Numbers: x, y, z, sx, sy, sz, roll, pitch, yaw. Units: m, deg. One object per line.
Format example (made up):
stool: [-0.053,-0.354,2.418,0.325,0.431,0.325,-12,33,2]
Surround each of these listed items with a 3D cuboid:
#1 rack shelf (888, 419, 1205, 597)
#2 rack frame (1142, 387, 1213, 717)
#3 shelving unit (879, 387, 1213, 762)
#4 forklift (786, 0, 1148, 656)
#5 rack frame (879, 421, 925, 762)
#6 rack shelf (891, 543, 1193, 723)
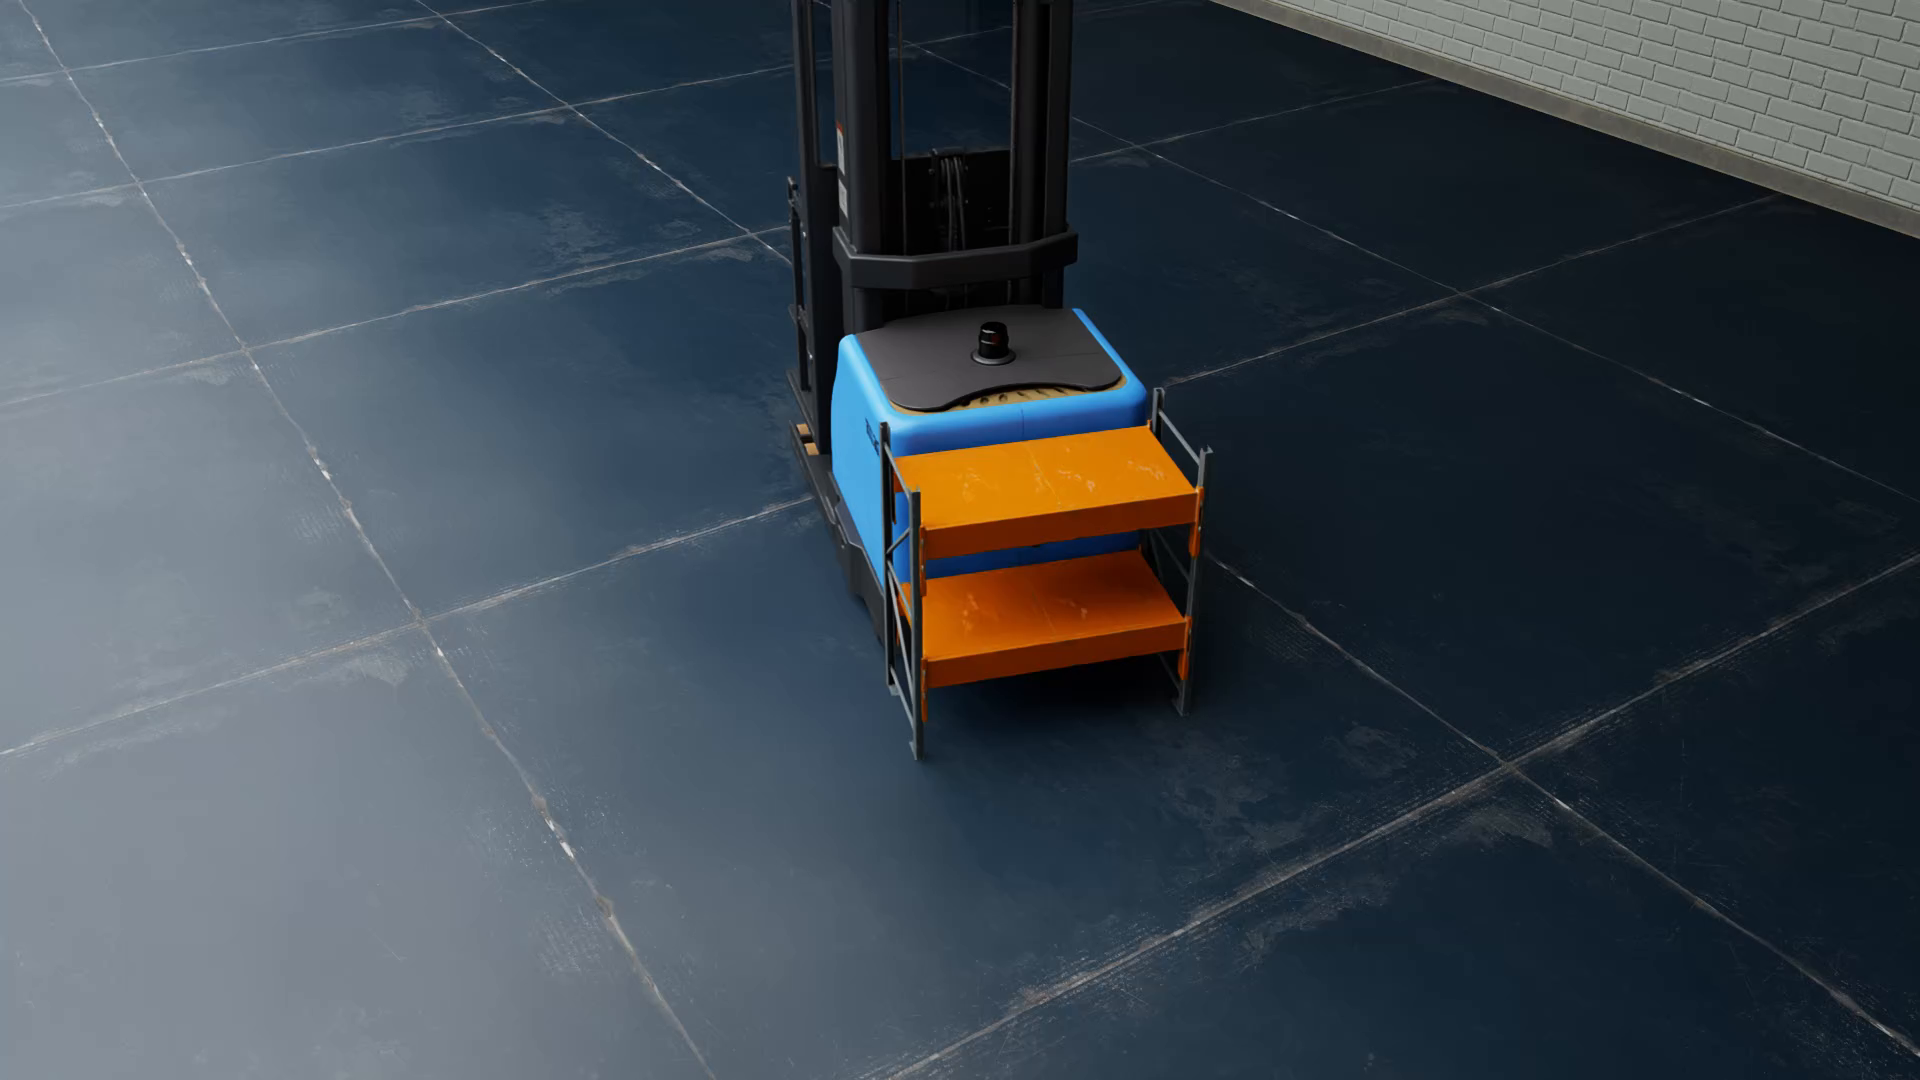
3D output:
rack shelf: [0.286,-0.125,5.845,1.000,0.278,0.538,-8,33,-12]
rack frame: [0.778,0.054,6.110,0.032,1.125,0.500,-8,33,-12]
shelving unit: [0.286,0.123,6.001,1.048,1.125,0.538,-8,33,-12]
forklift: [-0.173,-1.572,6.995,1.130,2.935,3.031,-8,33,-13]
rack frame: [-0.206,0.191,5.892,0.032,1.125,0.500,-8,33,-12]
rack shelf: [0.286,0.330,6.132,1.000,0.278,0.538,-8,33,-12]
